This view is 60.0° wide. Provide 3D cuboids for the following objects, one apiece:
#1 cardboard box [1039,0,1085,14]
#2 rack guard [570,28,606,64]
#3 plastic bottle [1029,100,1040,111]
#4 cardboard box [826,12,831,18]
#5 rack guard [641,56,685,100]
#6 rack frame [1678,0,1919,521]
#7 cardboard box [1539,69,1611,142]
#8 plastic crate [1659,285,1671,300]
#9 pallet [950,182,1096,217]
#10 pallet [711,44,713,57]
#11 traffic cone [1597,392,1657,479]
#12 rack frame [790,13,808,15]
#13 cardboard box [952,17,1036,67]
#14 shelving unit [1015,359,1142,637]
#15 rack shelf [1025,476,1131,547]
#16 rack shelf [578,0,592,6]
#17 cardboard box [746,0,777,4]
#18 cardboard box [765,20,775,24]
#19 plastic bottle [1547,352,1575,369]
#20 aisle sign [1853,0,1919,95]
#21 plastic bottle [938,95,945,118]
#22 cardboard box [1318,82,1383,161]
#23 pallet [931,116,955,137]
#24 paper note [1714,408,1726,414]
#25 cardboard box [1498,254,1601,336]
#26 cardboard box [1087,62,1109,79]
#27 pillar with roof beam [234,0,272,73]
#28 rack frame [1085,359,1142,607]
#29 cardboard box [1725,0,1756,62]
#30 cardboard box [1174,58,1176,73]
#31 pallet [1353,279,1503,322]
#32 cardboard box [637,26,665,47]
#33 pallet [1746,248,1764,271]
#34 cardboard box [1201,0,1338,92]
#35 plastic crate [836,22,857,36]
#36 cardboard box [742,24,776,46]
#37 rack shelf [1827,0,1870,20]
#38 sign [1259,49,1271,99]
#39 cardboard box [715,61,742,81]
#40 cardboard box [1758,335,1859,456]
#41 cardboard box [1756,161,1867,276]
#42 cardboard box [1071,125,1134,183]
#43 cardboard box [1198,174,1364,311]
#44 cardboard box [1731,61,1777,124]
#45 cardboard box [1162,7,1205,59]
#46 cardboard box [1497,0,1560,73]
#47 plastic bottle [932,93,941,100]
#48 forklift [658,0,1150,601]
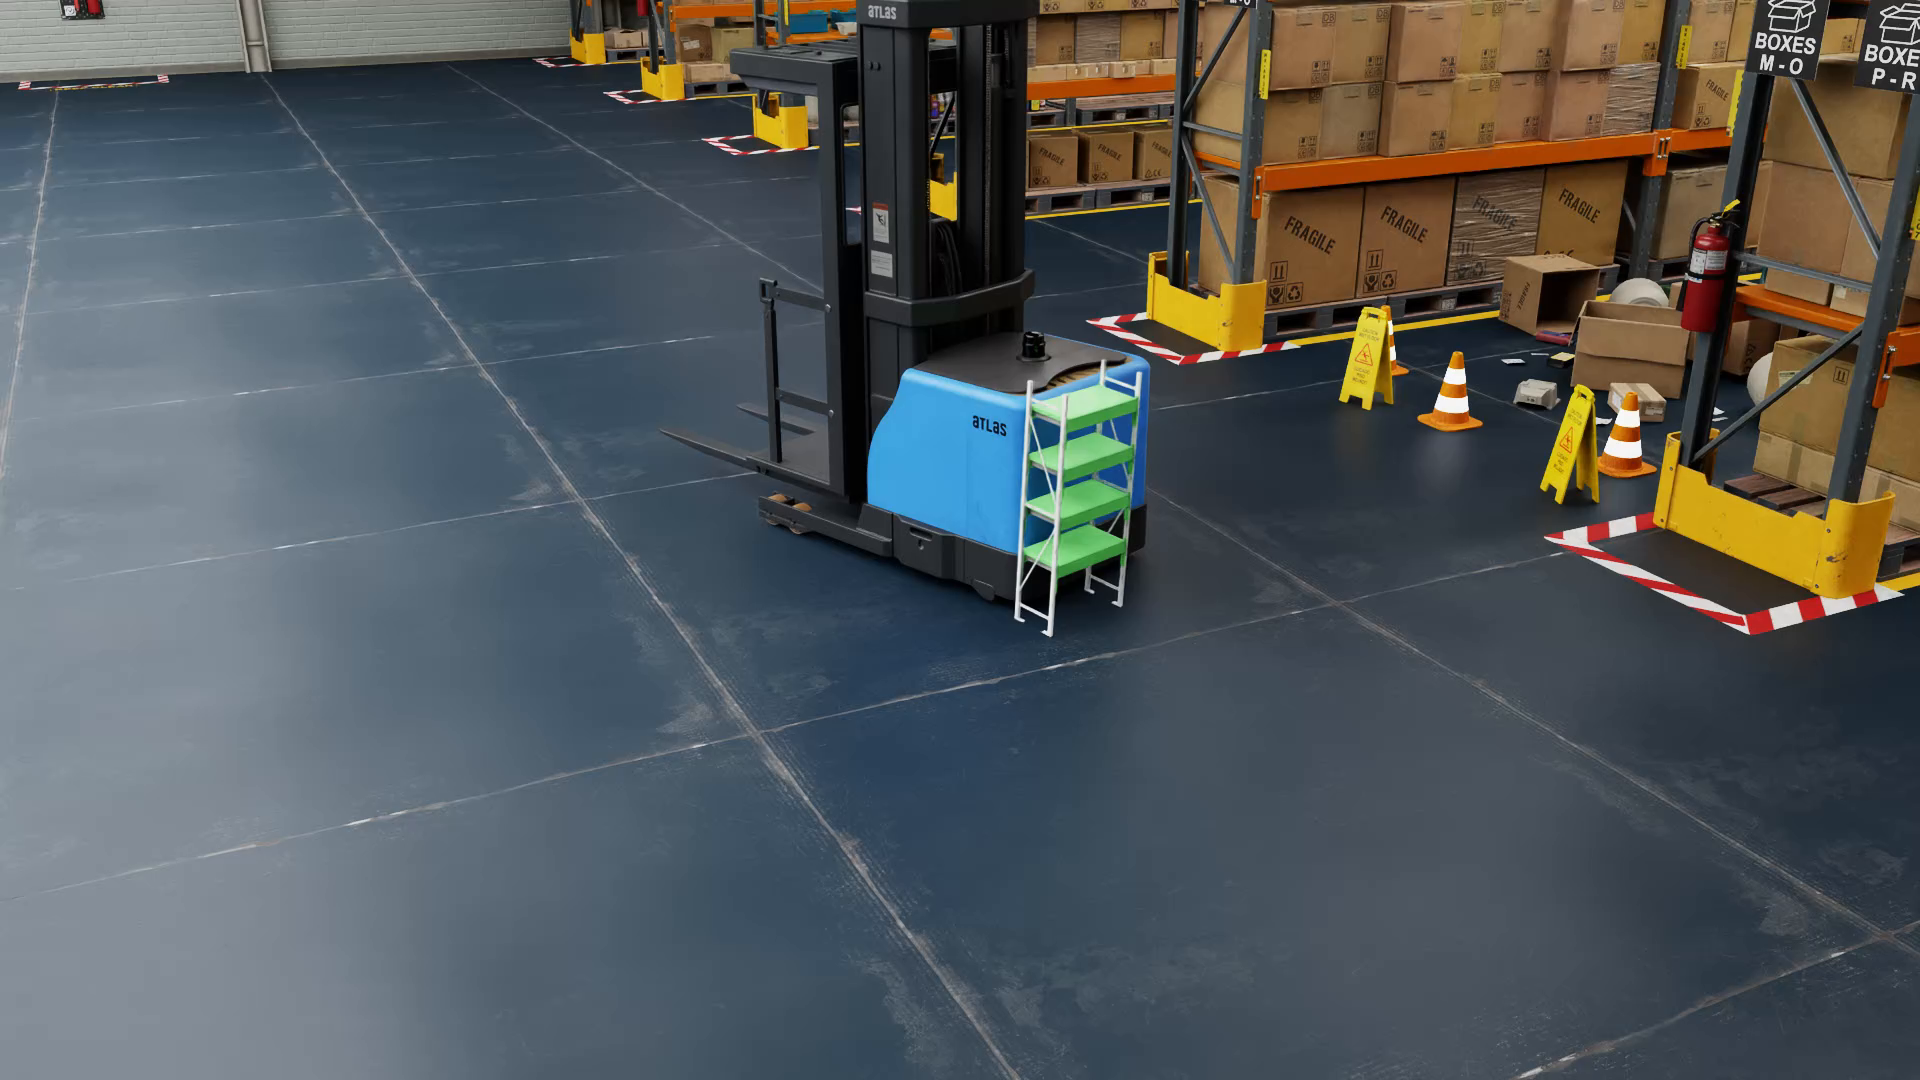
[{"bbox_3d":[0.891,-5.443,16.297,0.500,0.500,0.500,-10,25,-24],"label":"cardboard box"},{"bbox_3d":[-6.553,-8.698,29.257,0.348,0.500,1.175,-10,25,-24],"label":"rack guard"},{"bbox_3d":[0.989,-5.844,22.071,0.133,0.283,0.061,-9,24,-21],"label":"plastic bottle"},{"bbox_3d":[-2.361,-9.680,31.054,0.500,0.500,0.700,-10,24,-22],"label":"cardboard box"},{"bbox_3d":[-4.491,-6.975,25.094,0.348,0.500,1.175,-10,25,-24],"label":"rack guard"},{"bbox_3d":[4.122,-1.304,8.126,0.127,3.000,1.000,-10,25,-24],"label":"rack frame"},{"bbox_3d":[4.675,-3.561,13.384,0.550,0.550,0.875,-10,25,-24],"label":"cardboard box"},{"bbox_3d":[5.899,-1.904,13.176,0.662,0.188,0.450,2,13,4],"label":"plastic crate"},{"bbox_3d":[0.639,-3.566,17.237,1.213,0.211,1.003,-10,25,-24],"label":"pallet"},{"bbox_3d":[-4.708,-8.888,30.094,1.213,0.211,1.003,-10,25,-24],"label":"pallet"},{"bbox_3d":[3.950,-0.648,9.858,0.334,0.463,0.336,-10,25,-24],"label":"traffic cone"},{"bbox_3d":[-3.017,-10.504,30.351,0.127,3.000,1.000,-10,25,-24],"label":"rack frame"},{"bbox_3d":[0.331,-4.984,16.498,0.500,0.500,0.875,-10,25,-24],"label":"cardboard box"},{"bbox_3d":[0.548,-0.195,7.784,0.503,1.200,0.258,-20,32,-39],"label":"shelving unit"},{"bbox_3d":[0.546,-0.137,7.811,0.480,0.148,0.258,-20,32,-39],"label":"rack shelf"},{"bbox_3d":[-4.819,-9.840,29.687,4.000,0.370,1.077,-10,25,-24],"label":"rack shelf"},{"bbox_3d":[-3.122,-8.422,25.192,0.500,0.500,0.700,-10,25,-23],"label":"cardboard box"},{"bbox_3d":[-2.769,-7.849,26.003,0.500,0.500,0.500,-10,25,-24],"label":"cardboard box"},{"bbox_3d":[4.344,-1.298,11.954,0.133,0.061,0.283,20,30,40],"label":"plastic bottle"},{"bbox_3d":[4.200,-2.388,7.346,0.004,0.787,0.394,-10,25,-24],"label":"aisle sign"},{"bbox_3d":[-0.247,-5.619,21.542,0.097,0.271,0.097,0,22,0],"label":"plastic bottle"},{"bbox_3d":[2.684,-3.238,12.603,0.550,0.550,0.875,-10,25,-24],"label":"cardboard box"},{"bbox_3d":[-0.444,-5.500,21.910,1.213,0.211,1.003,-10,25,-24],"label":"pallet"},{"bbox_3d":[4.940,-0.859,10.948,0.142,0.019,0.148,-2,23,-5],"label":"paper note"},{"bbox_3d":[4.534,-1.892,12.811,0.500,0.500,0.500,-6,23,-14],"label":"cardboard box"},{"bbox_3d":[1.307,-4.778,16.847,0.250,0.149,0.380,-10,25,-24],"label":"cardboard box"},{"bbox_3d":[-9.905,-10.547,22.613,0.400,9.000,9.100,-10,25,-24],"label":"pillar with roof beam"},{"bbox_3d":[0.727,-0.259,7.937,0.015,1.200,0.240,-20,32,-39],"label":"rack frame"},{"bbox_3d":[6.395,-4.335,14.011,0.500,0.500,0.700,-11,25,-24],"label":"cardboard box"},{"bbox_3d":[2.214,-4.939,17.237,0.250,0.149,0.380,-10,25,-24],"label":"cardboard box"},{"bbox_3d":[3.668,-2.065,13.611,1.213,0.211,1.003,-10,25,-24],"label":"pallet"},{"bbox_3d":[-5.445,-8.979,29.609,0.500,0.311,0.500,-8,24,-19],"label":"cardboard box"},{"bbox_3d":[7.251,-2.726,15.207,1.213,0.211,1.003,-10,25,-24],"label":"pallet"},{"bbox_3d":[2.235,-3.609,12.088,0.550,0.550,0.875,-10,25,-24],"label":"cardboard box"},{"bbox_3d":[-1.379,-6.342,20.641,0.250,0.136,0.298,-10,25,-24],"label":"plastic crate"},{"bbox_3d":[-2.995,-7.587,25.371,0.500,0.500,0.500,-10,25,-24],"label":"cardboard box"},{"bbox_3d":[5.924,-2.689,8.491,4.000,0.370,1.077,-10,25,-24],"label":"rack shelf"},{"bbox_3d":[2.119,-3.237,11.562,0.005,0.325,0.100,-10,25,-24],"label":"sign"},{"bbox_3d":[-3.441,-7.154,25.304,0.500,0.250,0.500,-10,25,-24],"label":"cardboard box"},{"bbox_3d":[4.730,-0.797,8.966,0.500,0.500,0.500,-10,25,-23],"label":"cardboard box"},{"bbox_3d":[4.491,-1.672,8.497,0.500,0.500,0.500,-11,25,-25],"label":"cardboard box"},{"bbox_3d":[1.490,-4.064,17.514,0.500,0.500,0.500,-8,24,-19],"label":"cardboard box"},{"bbox_3d":[2.466,-2.341,12.860,0.875,0.875,0.875,-10,25,-23],"label":"cardboard box"},{"bbox_3d":[6.533,-3.781,13.980,0.500,0.500,0.500,-10,25,-23],"label":"cardboard box"},{"bbox_3d":[2.123,-5.324,17.319,0.500,0.500,0.875,-10,25,-24],"label":"cardboard box"},{"bbox_3d":[4.149,-4.002,13.036,0.550,0.550,0.875,-10,25,-24],"label":"cardboard box"},{"bbox_3d":[-0.348,-5.945,22.227,0.185,0.351,0.144,-9,24,-21],"label":"plastic bottle"},{"bbox_3d":[-0.462,-1.516,8.729,3.031,2.935,1.130,19,29,39],"label":"forklift"}]
